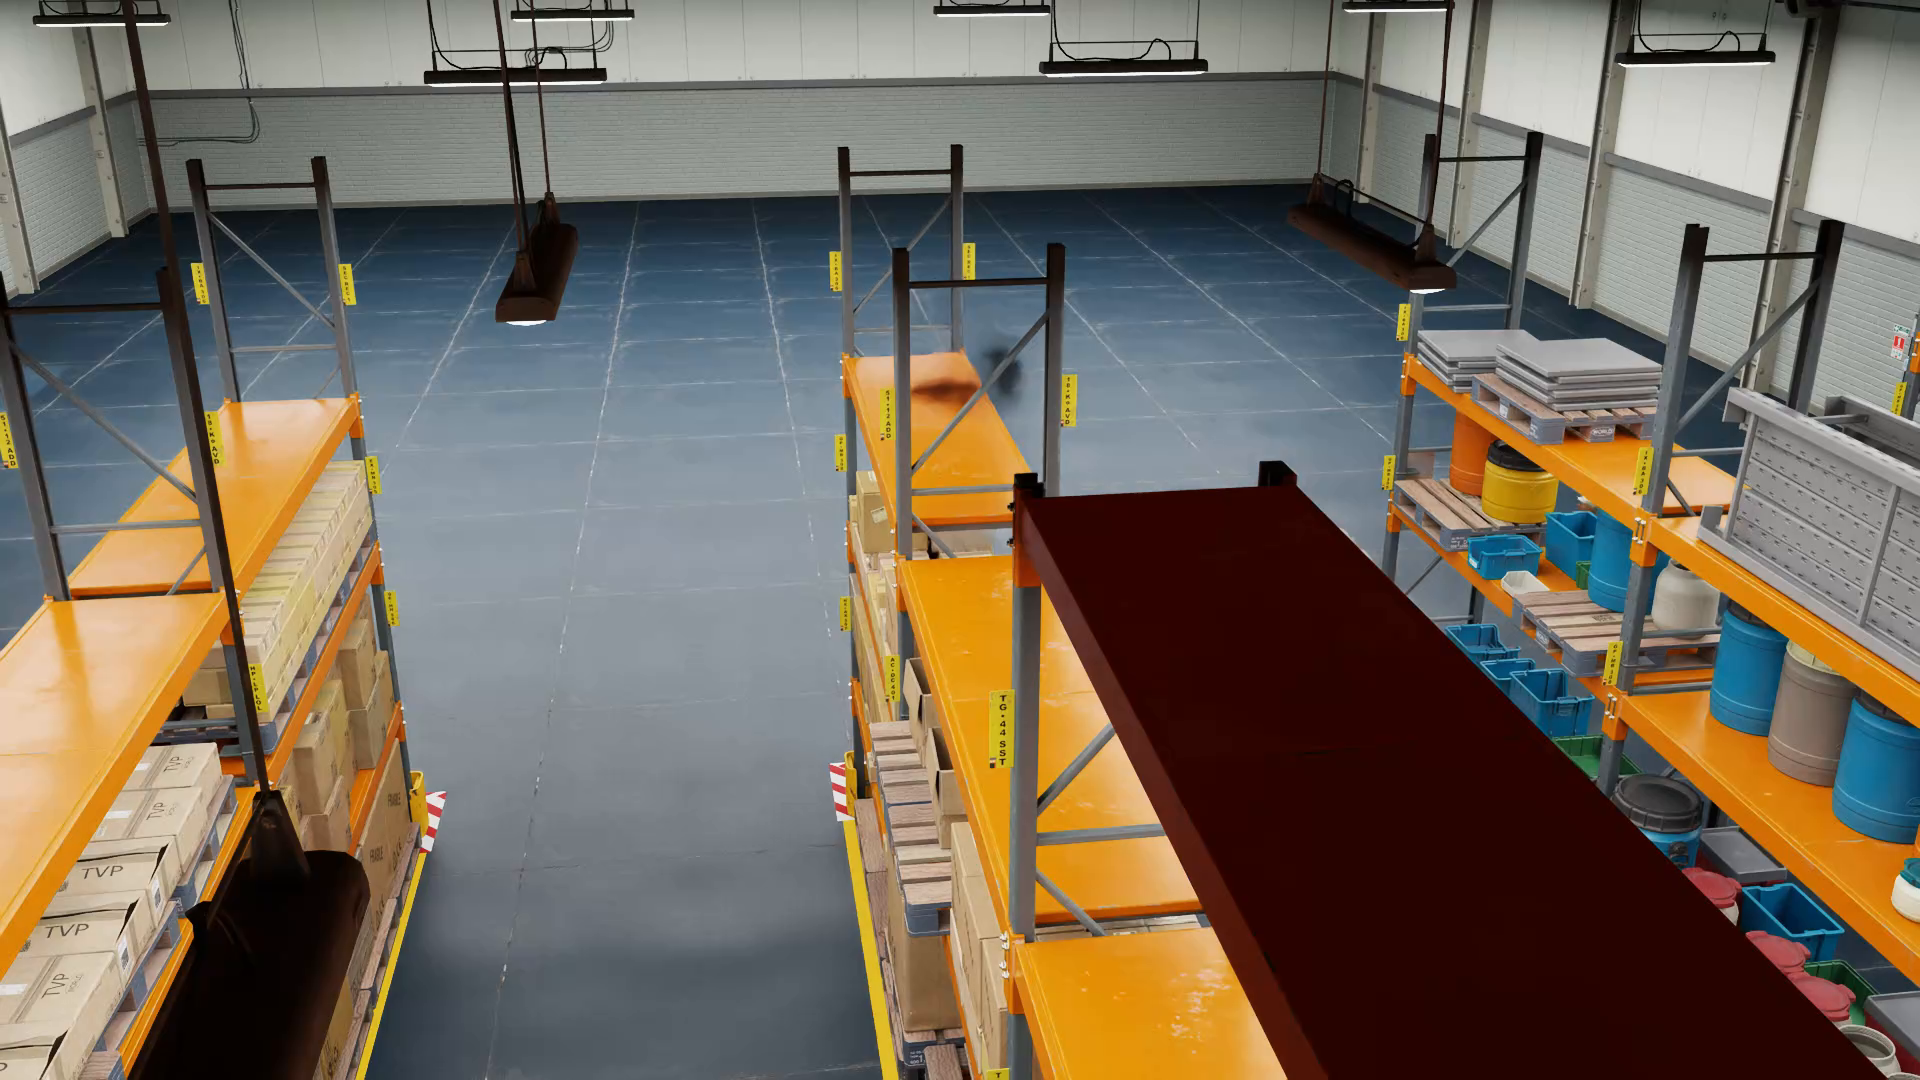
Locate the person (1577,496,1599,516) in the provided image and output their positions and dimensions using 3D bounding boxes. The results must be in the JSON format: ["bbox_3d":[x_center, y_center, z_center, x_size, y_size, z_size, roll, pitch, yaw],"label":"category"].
[{"bbox_3d":[6.886,0.271,18.608,0.589,1.720,0.692,6,22,15],"label":"person"}]
